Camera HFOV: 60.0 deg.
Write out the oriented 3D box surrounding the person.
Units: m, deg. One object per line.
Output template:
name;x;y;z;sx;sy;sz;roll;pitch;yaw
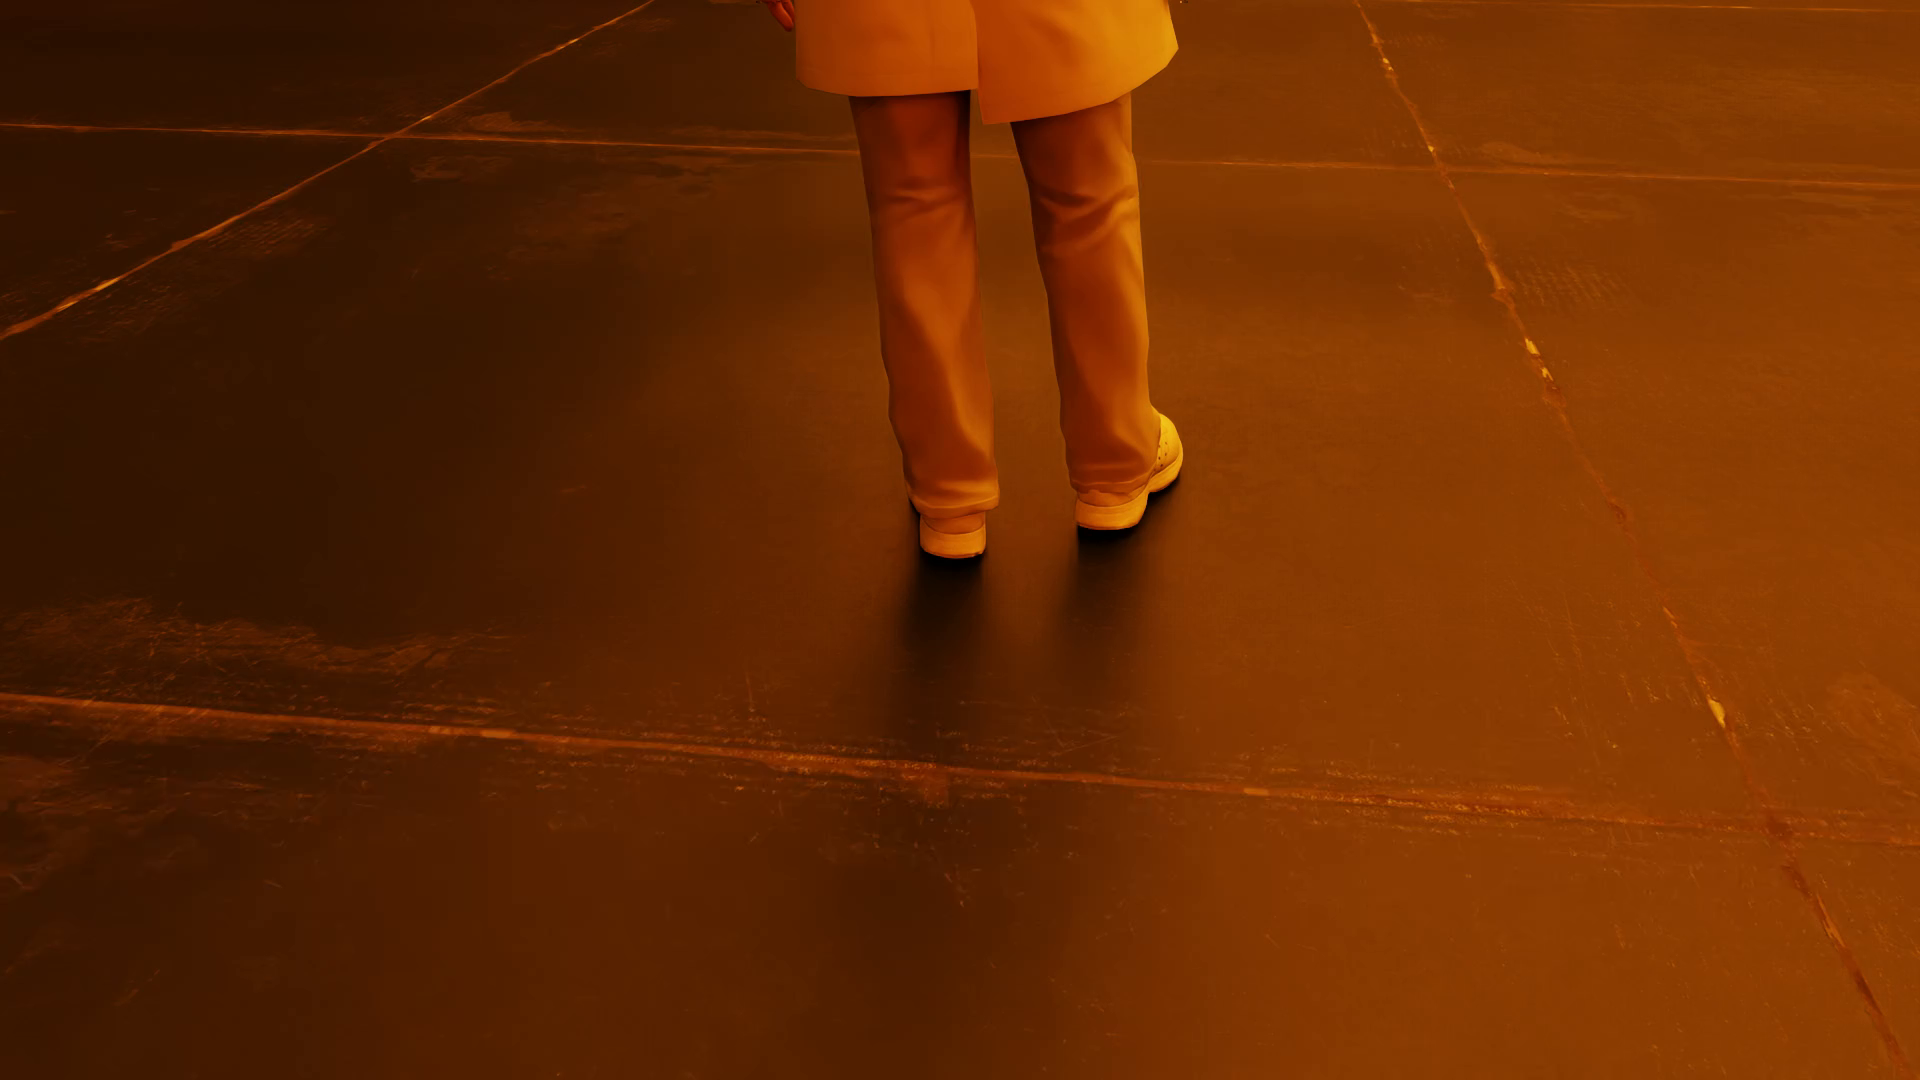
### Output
person;0.017;-0.842;2.179;0.696;1.776;0.581;3;27;7
